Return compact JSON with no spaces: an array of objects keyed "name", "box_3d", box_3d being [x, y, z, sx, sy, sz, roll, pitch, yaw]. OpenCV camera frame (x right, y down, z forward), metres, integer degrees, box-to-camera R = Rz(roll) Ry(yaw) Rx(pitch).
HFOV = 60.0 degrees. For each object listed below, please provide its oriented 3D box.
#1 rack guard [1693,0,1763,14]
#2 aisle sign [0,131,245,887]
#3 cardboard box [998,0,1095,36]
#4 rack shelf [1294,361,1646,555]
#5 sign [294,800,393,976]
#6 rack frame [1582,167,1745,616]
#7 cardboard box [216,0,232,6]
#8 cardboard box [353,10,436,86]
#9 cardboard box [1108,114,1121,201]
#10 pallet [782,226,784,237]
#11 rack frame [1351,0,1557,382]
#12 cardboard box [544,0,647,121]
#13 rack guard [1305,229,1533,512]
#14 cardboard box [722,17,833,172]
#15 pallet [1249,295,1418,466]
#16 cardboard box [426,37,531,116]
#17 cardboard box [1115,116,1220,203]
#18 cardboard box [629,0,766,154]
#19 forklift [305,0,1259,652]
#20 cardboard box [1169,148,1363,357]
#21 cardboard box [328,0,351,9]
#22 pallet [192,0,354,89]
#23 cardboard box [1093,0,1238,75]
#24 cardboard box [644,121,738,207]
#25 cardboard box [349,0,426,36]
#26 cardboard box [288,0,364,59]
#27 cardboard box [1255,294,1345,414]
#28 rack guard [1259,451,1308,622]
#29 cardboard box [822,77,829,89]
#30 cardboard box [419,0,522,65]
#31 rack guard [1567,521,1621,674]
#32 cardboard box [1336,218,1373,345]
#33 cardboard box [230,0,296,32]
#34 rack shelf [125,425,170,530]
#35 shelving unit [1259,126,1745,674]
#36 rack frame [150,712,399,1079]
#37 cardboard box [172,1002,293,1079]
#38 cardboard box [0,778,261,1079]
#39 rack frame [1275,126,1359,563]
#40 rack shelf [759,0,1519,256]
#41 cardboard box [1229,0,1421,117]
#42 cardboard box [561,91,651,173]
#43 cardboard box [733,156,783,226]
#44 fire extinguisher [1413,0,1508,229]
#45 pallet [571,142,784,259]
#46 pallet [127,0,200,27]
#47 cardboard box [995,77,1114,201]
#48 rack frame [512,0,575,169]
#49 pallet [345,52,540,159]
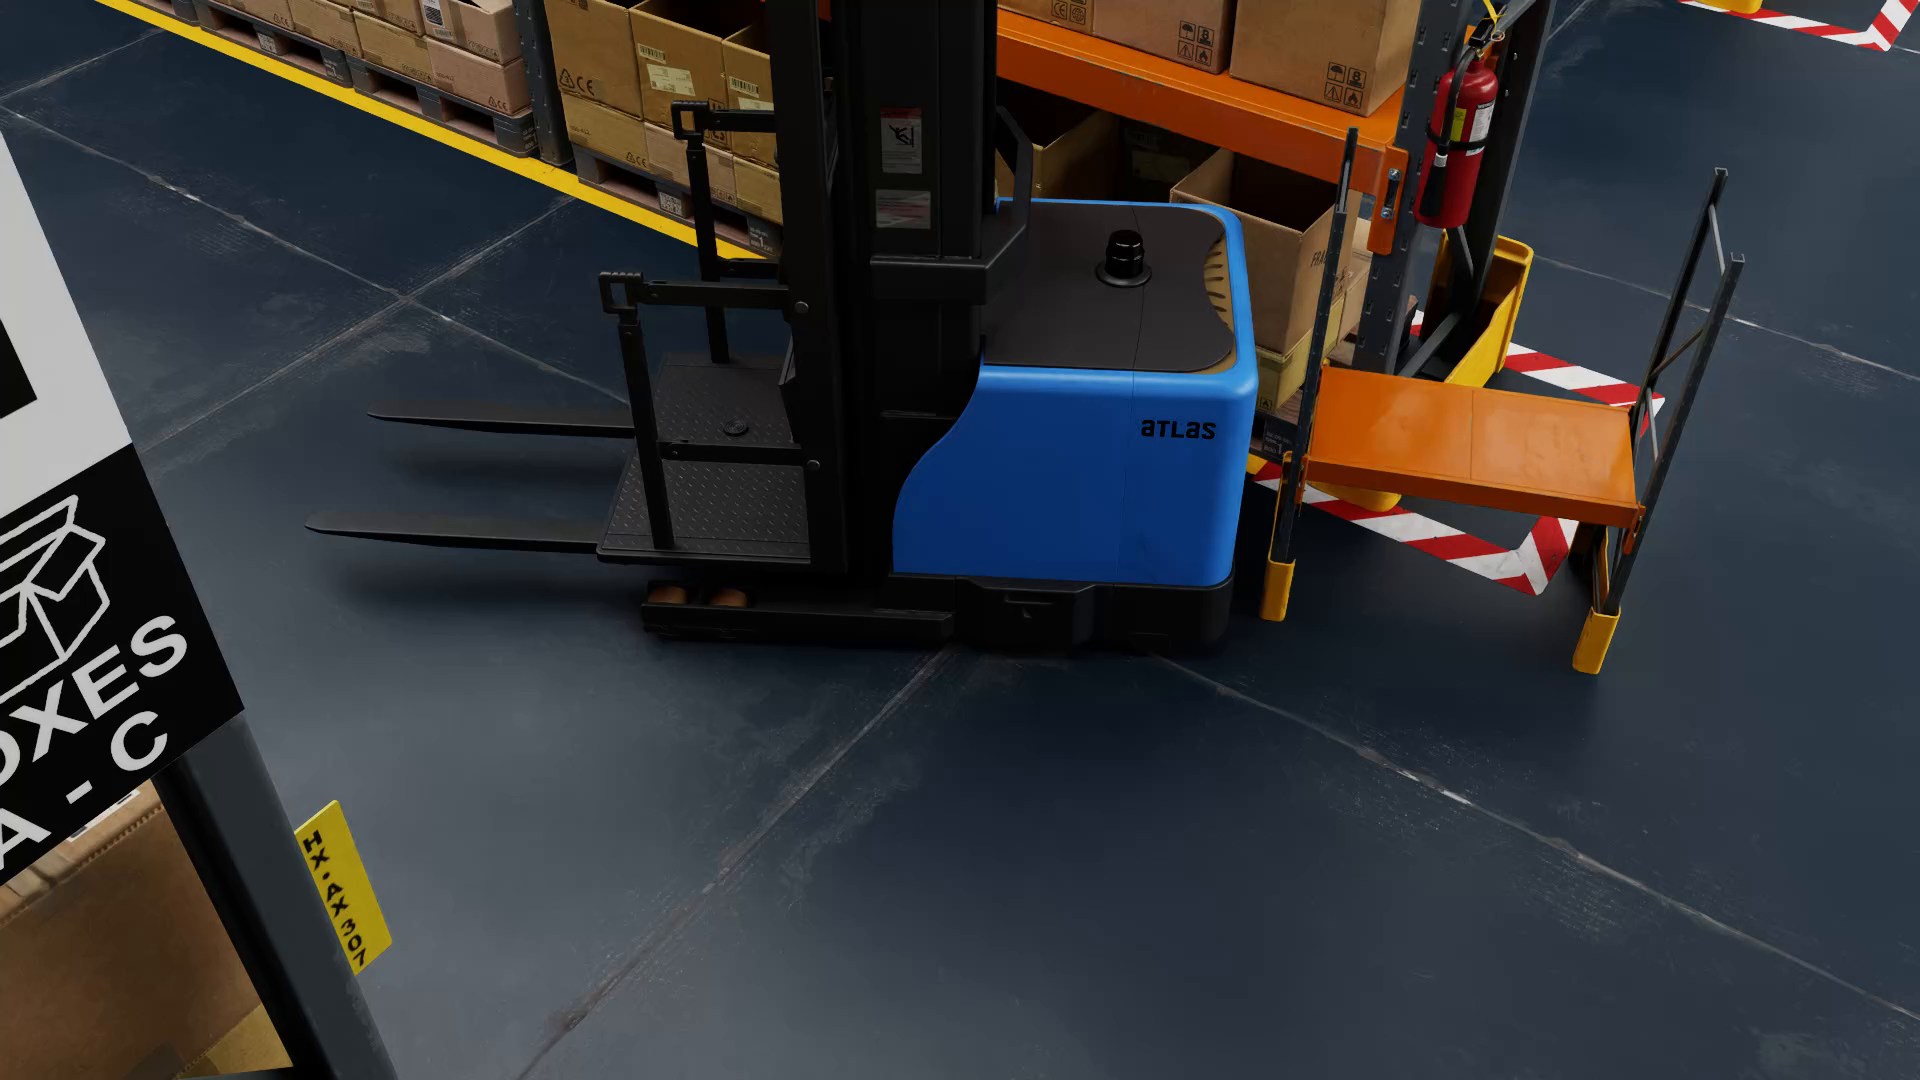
[{"name":"rack guard","box_3d":[4.427,-3.367,9.138,0.348,0.500,1.175,25,48,25]},{"name":"aisle sign","box_3d":[-0.941,0.009,1.541,0.004,0.787,0.394,25,48,25]},{"name":"cardboard box","box_3d":[0.458,-2.207,5.892,0.500,0.500,0.700,25,48,26]},{"name":"rack shelf","box_3d":[1.582,-0.270,5.197,1.000,0.185,0.538,9,43,10]},{"name":"sign","box_3d":[-0.861,0.495,2.298,0.005,0.325,0.100,25,48,25]},{"name":"rack frame","box_3d":[2.076,-0.324,4.987,0.032,1.500,0.500,9,43,10]},{"name":"cardboard box","box_3d":[-3.780,-3.038,8.643,0.500,0.250,0.500,24,47,24]},{"name":"cardboard box","box_3d":[-2.525,-2.451,7.986,0.500,0.250,0.500,24,47,25]},{"name":"cardboard box","box_3d":[0.530,-1.705,6.591,0.500,0.500,0.500,25,48,25]},{"name":"pallet","box_3d":[0.024,-1.290,7.034,1.213,0.211,1.003,25,48,25]},{"name":"rack frame","box_3d":[1.669,-1.592,5.280,0.127,3.000,1.000,25,48,25]},{"name":"cardboard box","box_3d":[-1.406,-2.186,7.129,0.500,0.500,0.500,25,48,25]},{"name":"rack guard","box_3d":[1.688,-0.651,6.103,0.348,0.500,1.175,25,48,25]},{"name":"cardboard box","box_3d":[-0.587,-1.804,6.701,0.500,0.500,0.500,25,48,25]},{"name":"pallet","box_3d":[1.019,-0.823,6.511,1.213,0.211,1.003,25,48,25]},{"name":"cardboard box","box_3d":[-2.112,-2.256,7.769,0.500,0.250,0.500,25,47,25]},{"name":"cardboard box","box_3d":[0.947,-1.521,6.385,0.500,0.500,0.500,25,48,25]},{"name":"cardboard box","box_3d":[-0.992,-1.999,6.920,0.500,0.500,0.500,25,48,25]},{"name":"forklift","box_3d":[-0.623,-1.122,4.805,3.031,2.935,1.130,3,42,3]},{"name":"cardboard box","box_3d":[1.059,-1.046,5.854,0.500,0.500,0.500,25,48,25]},{"name":"cardboard box","box_3d":[-2.939,-2.851,8.013,0.500,0.311,0.500,25,47,25]},{"name":"pallet","box_3d":[-3.235,-2.812,8.734,1.213,0.211,1.003,25,48,25]},{"name":"cardboard box","box_3d":[0.861,-2.014,5.676,0.500,0.500,0.700,26,48,26]},{"name":"cardboard box","box_3d":[-0.994,-1.718,7.168,0.500,0.250,0.500,25,48,25]},{"name":"cardboard box","box_3d":[-2.532,-2.659,7.798,0.500,0.311,0.500,26,48,26]},{"name":"cardboard box","box_3d":[-2.944,-2.646,8.205,0.500,0.250,0.500,26,48,26]},{"name":"cardboard box","box_3d":[1.060,-0.768,6.106,0.500,0.250,0.500,25,48,25]},{"name":"rack guard","box_3d":[1.090,-0.019,5.584,0.087,0.250,0.587,9,43,10]},{"name":"cardboard box","box_3d":[-0.177,-1.613,6.488,0.500,0.500,0.500,25,48,25]},{"name":"cardboard box","box_3d":[-2.102,-2.463,7.580,0.500,0.311,0.500,25,48,25]},{"name":"rack guard","box_3d":[2.057,0.139,5.407,0.087,0.250,0.587,9,43,10]},{"name":"cardboard box","box_3d":[1.357,-1.051,6.422,0.500,0.250,0.500,25,48,25]},{"name":"cardboard box","box_3d":[-3.360,-2.842,8.424,0.500,0.250,0.500,26,48,26]},{"name":"rack shelf","box_3d":[-2.810,-0.502,2.351,4.000,0.370,1.077,25,48,25]},{"name":"shelving unit","box_3d":[1.573,-0.406,5.079,1.083,1.500,0.587,9,43,10]},{"name":"rack frame","box_3d":[-1.173,1.114,2.256,0.127,3.000,1.000,25,48,25]},{"name":"cardboard box","box_3d":[-1.390,0.802,2.702,0.500,0.250,0.500,24,47,24]},{"name":"cardboard box","box_3d":[-1.391,0.536,2.437,0.500,0.500,0.500,25,48,25]},{"name":"rack frame","box_3d":[1.089,-0.485,5.167,0.032,1.500,0.500,9,43,10]},{"name":"rack shelf","box_3d":[0.031,-2.090,6.375,4.000,0.370,1.077,25,48,25]},{"name":"cardboard box","box_3d":[1.294,-1.815,5.454,0.500,0.500,0.700,25,48,25]},{"name":"cardboard box","box_3d":[-1.401,-1.912,7.385,0.500,0.250,0.500,25,48,25]},{"name":"cardboard box","box_3d":[-0.588,-1.524,6.951,0.500,0.250,0.500,25,48,25]},{"name":"fire extinguisher","box_3d":[1.499,-1.264,4.972,0.183,0.674,0.296,25,48,25]},{"name":"pallet","box_3d":[-0.979,-1.757,7.555,1.213,0.211,1.003,25,48,25]},{"name":"pallet","box_3d":[-4.229,-3.279,9.257,1.213,0.211,1.003,25,48,25]},{"name":"cardboard box","box_3d":[0.232,-1.421,6.273,0.500,0.500,0.500,25,48,25]},{"name":"rack frame","box_3d":[-1.606,-3.124,6.991,0.127,3.000,1.000,25,48,25]},{"name":"pallet","box_3d":[-2.232,-2.345,8.213,1.213,0.211,1.003,25,48,25]}]
